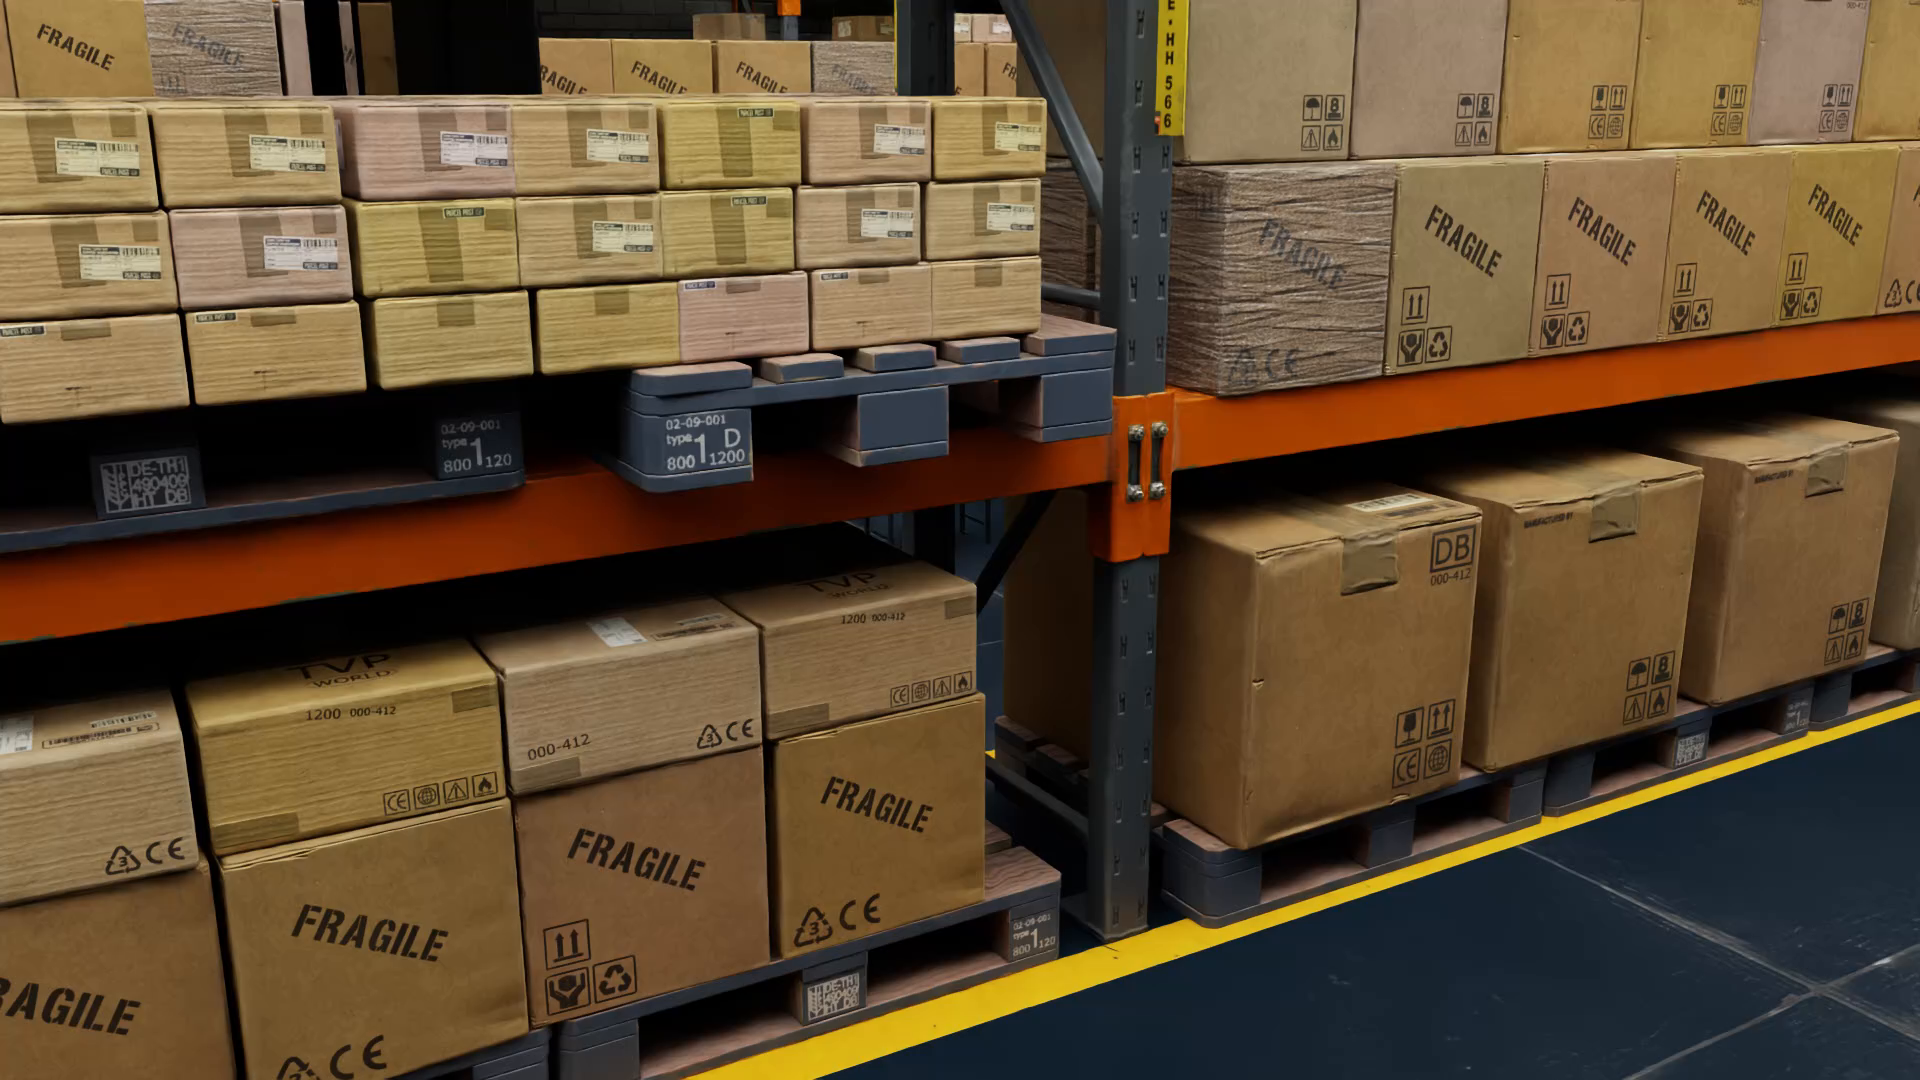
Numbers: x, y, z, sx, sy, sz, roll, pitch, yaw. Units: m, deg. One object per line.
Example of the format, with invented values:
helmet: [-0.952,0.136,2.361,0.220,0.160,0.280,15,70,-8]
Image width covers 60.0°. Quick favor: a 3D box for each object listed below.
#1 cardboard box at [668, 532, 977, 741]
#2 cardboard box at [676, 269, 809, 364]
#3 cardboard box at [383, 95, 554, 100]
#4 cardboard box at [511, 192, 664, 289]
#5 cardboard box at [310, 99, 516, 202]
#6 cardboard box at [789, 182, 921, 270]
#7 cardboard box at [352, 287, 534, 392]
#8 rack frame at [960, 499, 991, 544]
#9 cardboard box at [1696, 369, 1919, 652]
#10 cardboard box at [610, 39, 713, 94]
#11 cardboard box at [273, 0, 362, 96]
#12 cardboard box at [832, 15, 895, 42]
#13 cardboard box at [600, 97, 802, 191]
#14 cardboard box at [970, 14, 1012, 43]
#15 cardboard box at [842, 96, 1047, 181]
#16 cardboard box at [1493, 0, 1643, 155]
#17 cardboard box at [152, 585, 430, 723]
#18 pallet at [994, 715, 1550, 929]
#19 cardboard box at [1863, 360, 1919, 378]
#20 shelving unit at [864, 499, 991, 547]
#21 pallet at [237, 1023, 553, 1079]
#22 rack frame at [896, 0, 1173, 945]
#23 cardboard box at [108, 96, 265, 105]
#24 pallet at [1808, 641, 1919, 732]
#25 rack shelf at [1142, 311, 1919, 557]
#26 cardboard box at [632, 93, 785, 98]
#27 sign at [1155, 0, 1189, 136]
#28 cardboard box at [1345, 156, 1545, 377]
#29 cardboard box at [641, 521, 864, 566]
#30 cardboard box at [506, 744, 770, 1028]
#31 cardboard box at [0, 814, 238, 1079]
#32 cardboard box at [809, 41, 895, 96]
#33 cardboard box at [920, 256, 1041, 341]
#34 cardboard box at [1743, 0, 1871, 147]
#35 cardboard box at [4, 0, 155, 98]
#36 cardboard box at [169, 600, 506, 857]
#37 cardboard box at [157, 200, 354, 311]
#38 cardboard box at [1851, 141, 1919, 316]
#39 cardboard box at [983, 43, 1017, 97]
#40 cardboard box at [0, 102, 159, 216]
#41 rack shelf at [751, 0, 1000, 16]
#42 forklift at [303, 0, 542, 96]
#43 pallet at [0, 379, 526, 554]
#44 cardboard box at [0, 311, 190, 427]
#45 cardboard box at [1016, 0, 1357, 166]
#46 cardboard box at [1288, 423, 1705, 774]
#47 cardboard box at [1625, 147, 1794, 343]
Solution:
cardboard box: [-0.306,0.193,3.628,0.500,0.250,0.500,-10,18,-31]
cardboard box: [-0.475,-0.440,3.108,0.250,0.149,0.380,-9,18,-29]
cardboard box: [-1.019,-0.844,3.447,0.250,0.149,0.380,-10,19,-32]
cardboard box: [-0.710,-0.544,2.930,0.250,0.149,0.380,-9,18,-30]
cardboard box: [-0.916,-0.656,2.777,0.250,0.149,0.380,-9,18,-30]
cardboard box: [-0.271,-0.616,3.187,0.250,0.149,0.380,-8,18,-28]
cardboard box: [-0.920,-0.368,2.852,0.250,0.149,0.380,-10,19,-32]
rack frame: [0.067,-0.589,7.287,0.015,1.200,0.240,-9,18,-30]
cardboard box: [3.088,-0.171,5.853,0.750,0.750,1.050,-9,18,-30]
cardboard box: [-1.543,-2.211,8.226,0.500,0.500,0.500,-8,18,-27]
cardboard box: [-2.799,-2.132,7.419,0.500,0.500,0.500,-10,18,-31]
cardboard box: [-0.525,-2.838,9.260,0.250,0.149,0.380,-8,18,-27]
cardboard box: [-0.480,-0.726,3.027,0.250,0.149,0.380,-9,18,-28]
cardboard box: [0.075,-2.781,9.057,0.250,0.149,0.380,-10,18,-31]
cardboard box: [-0.039,-0.797,3.280,0.250,0.149,0.380,-10,19,-32]
cardboard box: [1.407,-1.335,4.578,0.500,0.500,0.700,-10,18,-31]
cardboard box: [-1.436,0.213,3.555,0.500,0.250,0.500,-9,18,-29]
pallet: [0.860,0.647,4.709,1.213,0.211,1.003,-9,18,-30]
cardboard box: [4.149,-0.410,6.472,0.875,0.875,0.875,-9,18,-29]
shelving unit: [-0.142,-0.555,7.166,0.503,1.200,0.258,-9,18,-30]
pallet: [-1.570,1.016,3.393,1.213,0.211,1.003,-9,18,-30]
rack frame: [0.145,-0.603,4.004,0.127,3.000,1.000,-9,18,-30]
cardboard box: [-1.476,-0.768,3.179,0.250,0.149,0.380,-9,18,-28]
pallet: [2.952,0.308,5.919,1.213,0.211,1.003,-9,18,-30]
rack shelf: [1.860,-0.535,5.093,4.000,0.370,1.077,-9,18,-30]
cardboard box: [-0.579,-0.913,3.696,0.250,0.149,0.380,-10,18,-31]
sign: [0.433,-0.998,3.415,0.005,0.325,0.100,-9,18,-30]
cardboard box: [1.104,-0.723,4.245,0.500,0.500,0.500,-9,18,-30]
cardboard box: [-0.570,0.077,4.042,0.500,0.250,0.500,-10,19,-32]
cardboard box: [-0.731,0.622,3.488,0.500,0.500,0.500,-8,18,-27]
cardboard box: [-1.619,0.763,2.983,0.500,0.500,0.500,-9,18,-29]
cardboard box: [-0.658,-2.354,8.736,0.500,0.500,0.500,-10,19,-32]
cardboard box: [-0.041,-0.509,3.357,0.250,0.149,0.380,-9,18,-29]
cardboard box: [2.278,-1.476,5.081,0.500,0.500,0.700,-9,18,-29]
cardboard box: [-3.664,-1.991,6.917,0.500,0.500,0.500,-9,18,-30]
cardboard box: [-1.177,0.333,3.130,0.500,0.250,0.500,-9,18,-28]
cardboard box: [-1.148,-0.474,2.679,0.250,0.149,0.380,-9,18,-28]
cardboard box: [2.831,-1.003,5.244,0.500,0.500,0.500,-9,18,-30]
cardboard box: [0.236,-2.497,9.247,0.500,0.500,0.500,-9,18,-29]
cardboard box: [-1.372,-0.581,2.512,0.250,0.149,0.380,-9,18,-28]
rack shelf: [0.093,-4.814,14.802,4.000,0.370,1.077,-9,18,-30]
forklift: [-2.195,-1.008,5.577,3.031,2.935,1.130,-10,19,-33]
pallet: [-1.530,-0.226,3.015,1.213,0.211,1.003,-9,18,-30]
cardboard box: [-1.375,-0.294,2.588,0.250,0.149,0.380,-10,19,-32]
cardboard box: [0.535,-1.193,4.070,0.500,0.500,0.700,-9,18,-30]
cardboard box: [1.461,0.092,4.915,0.750,0.750,1.050,-9,18,-29]
cardboard box: [1.964,-0.861,4.740,0.500,0.500,0.500,-9,18,-30]
